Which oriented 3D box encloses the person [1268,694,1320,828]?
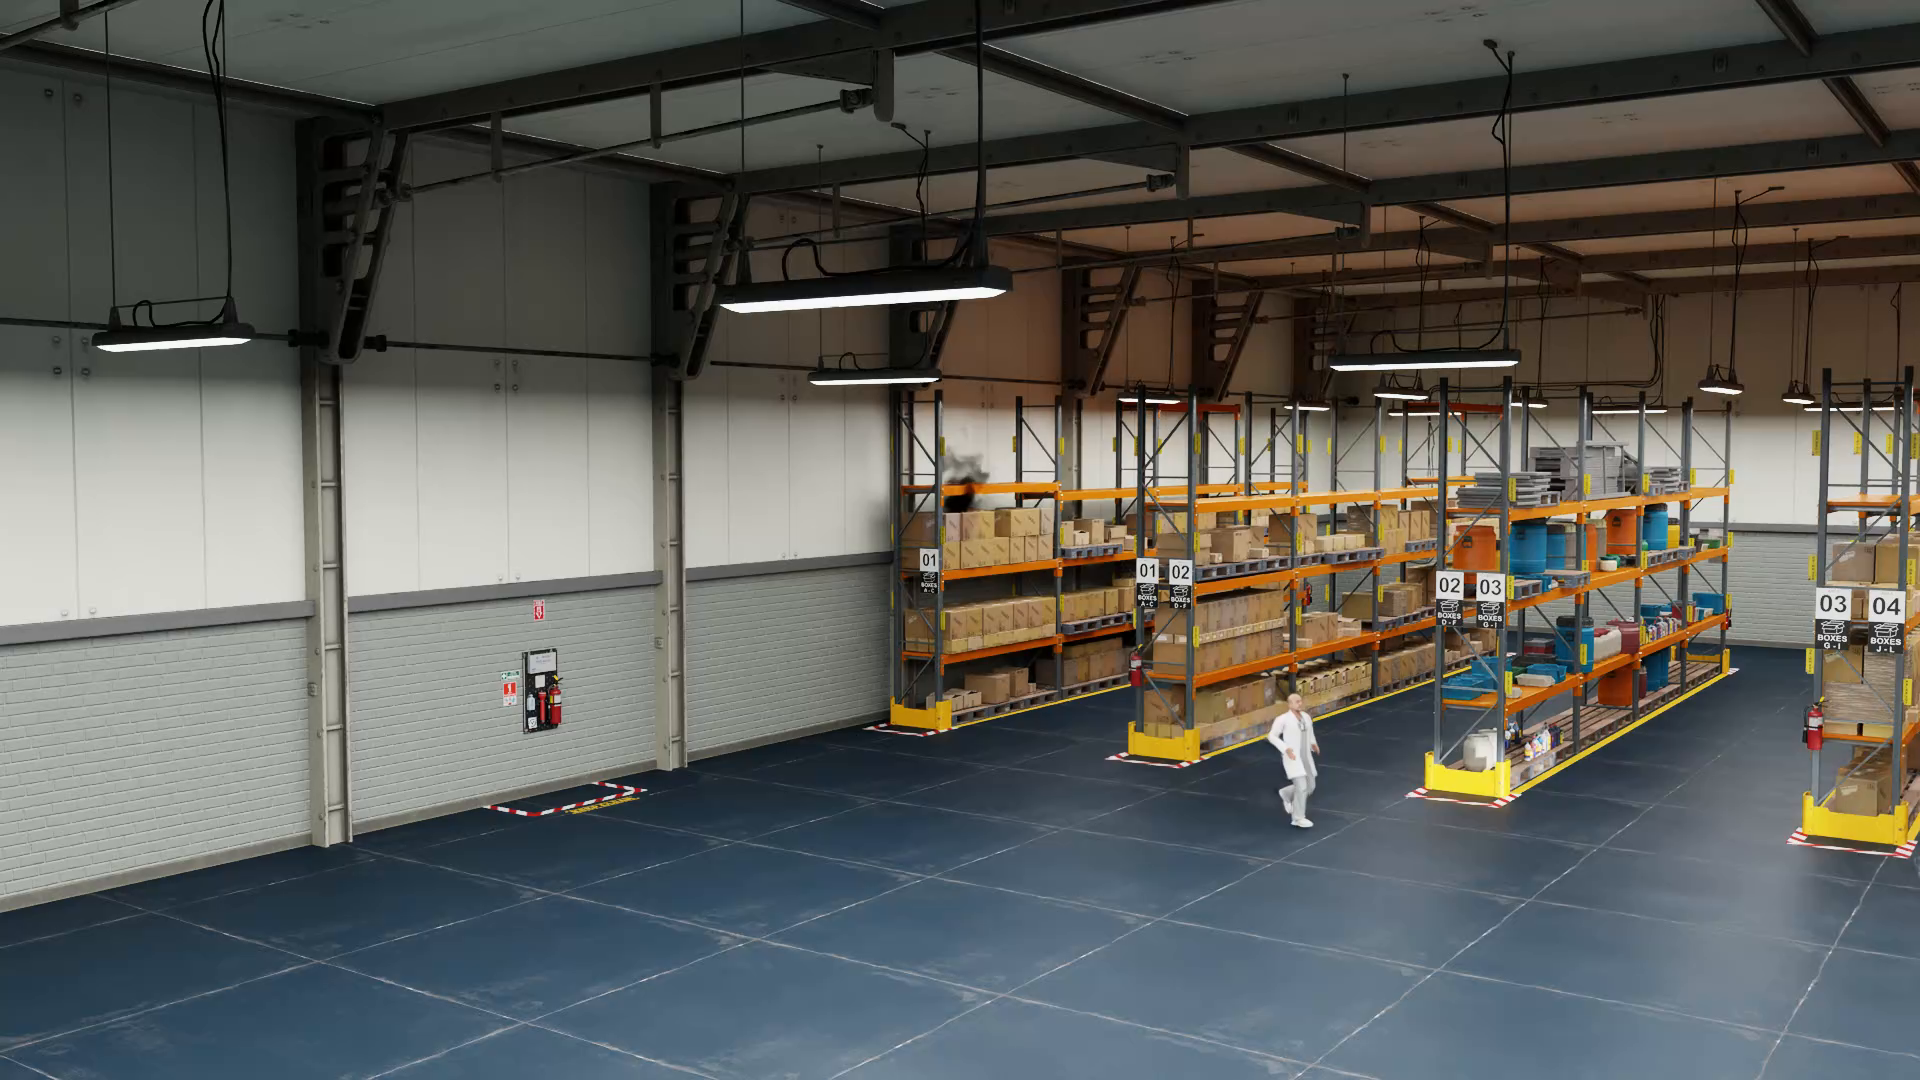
[{"bbox_3d":[4.436,2.897,21.967,0.712,1.730,0.690,-2,4,-29],"label":"person"}]
